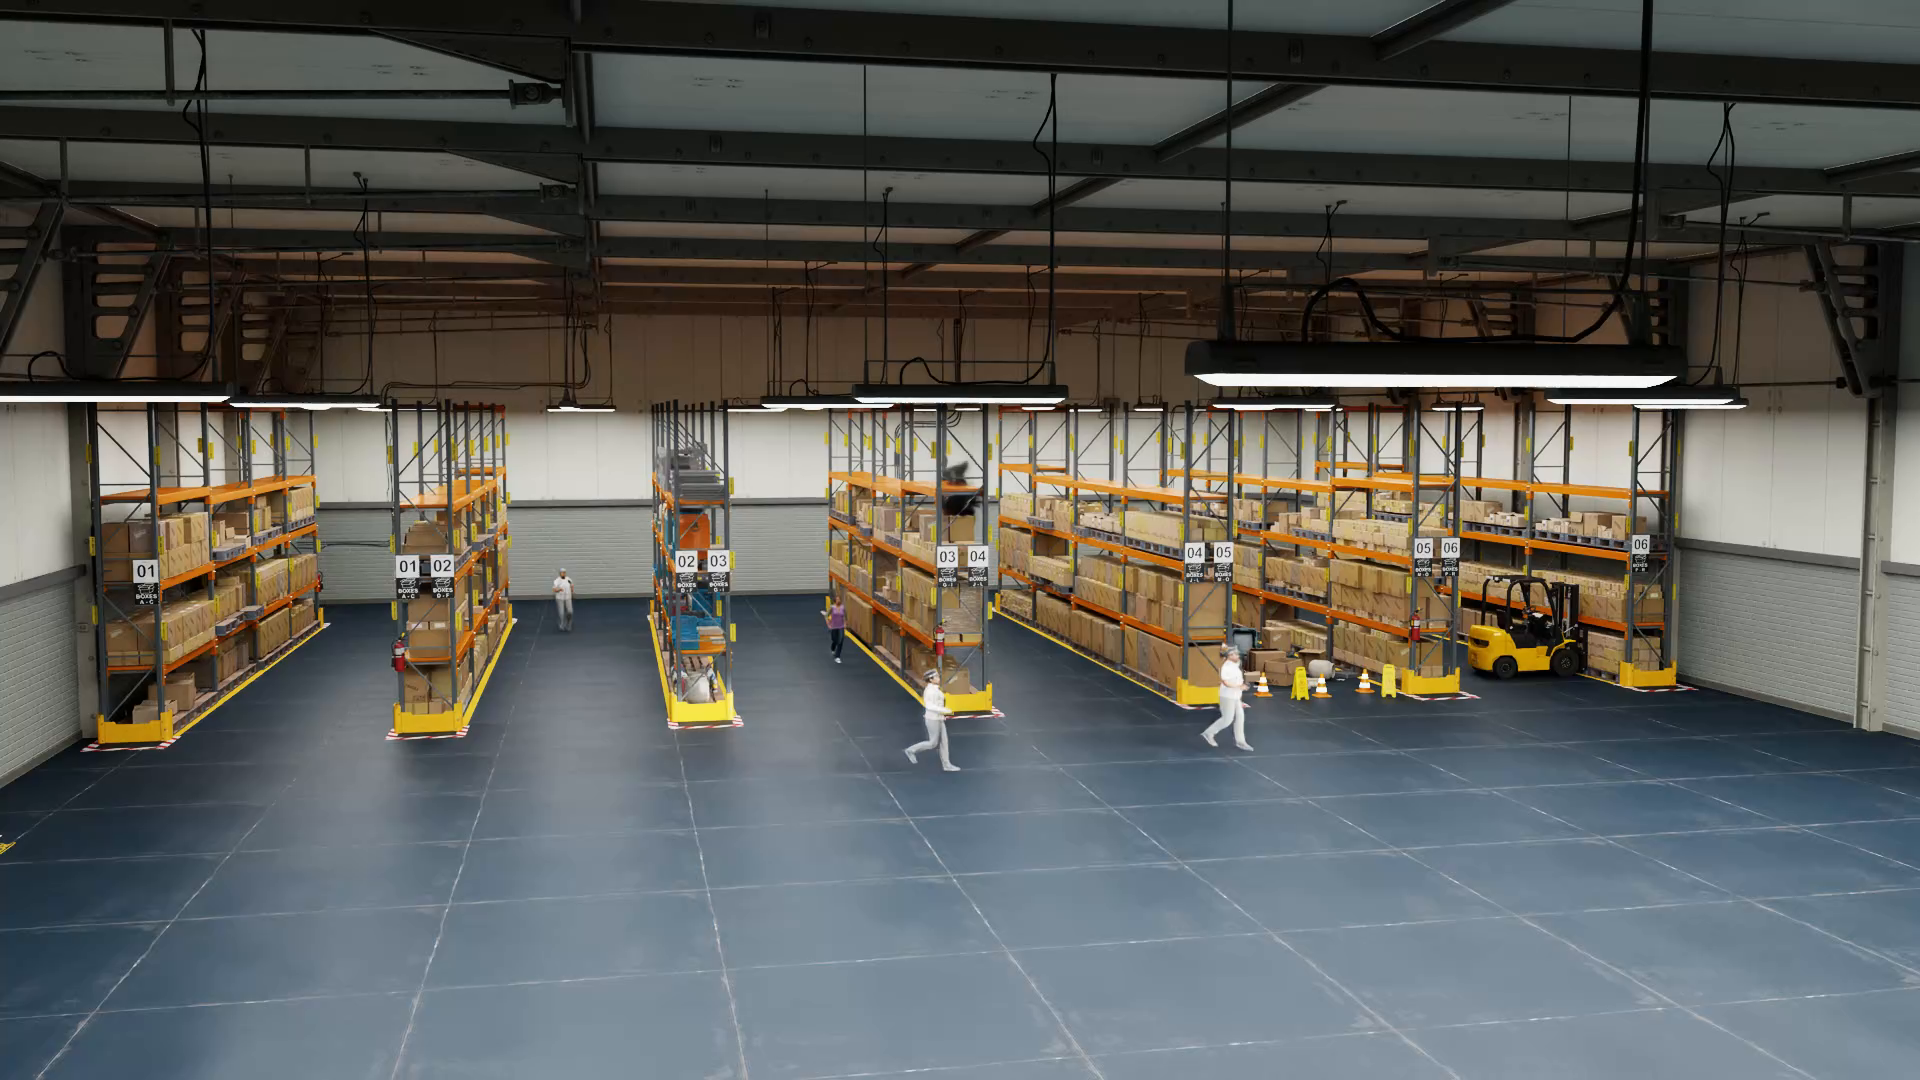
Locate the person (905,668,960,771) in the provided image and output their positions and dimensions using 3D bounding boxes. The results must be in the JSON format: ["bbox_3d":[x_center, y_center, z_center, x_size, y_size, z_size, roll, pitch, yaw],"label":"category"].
[{"bbox_3d":[-0.432,2.868,26.613,0.890,1.669,0.618,1,4,8],"label":"person"}]

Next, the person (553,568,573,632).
[{"bbox_3d":[-10.451,1.603,43.919,0.583,1.690,0.660,-2,5,-24],"label":"person"}]

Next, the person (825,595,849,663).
[{"bbox_3d":[-2.855,2.048,38.546,0.553,1.565,0.504,-1,4,-15],"label":"person"}]

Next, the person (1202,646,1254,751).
[{"bbox_3d":[4.600,2.695,28.463,0.867,1.806,0.686,2,5,23],"label":"person"}]
